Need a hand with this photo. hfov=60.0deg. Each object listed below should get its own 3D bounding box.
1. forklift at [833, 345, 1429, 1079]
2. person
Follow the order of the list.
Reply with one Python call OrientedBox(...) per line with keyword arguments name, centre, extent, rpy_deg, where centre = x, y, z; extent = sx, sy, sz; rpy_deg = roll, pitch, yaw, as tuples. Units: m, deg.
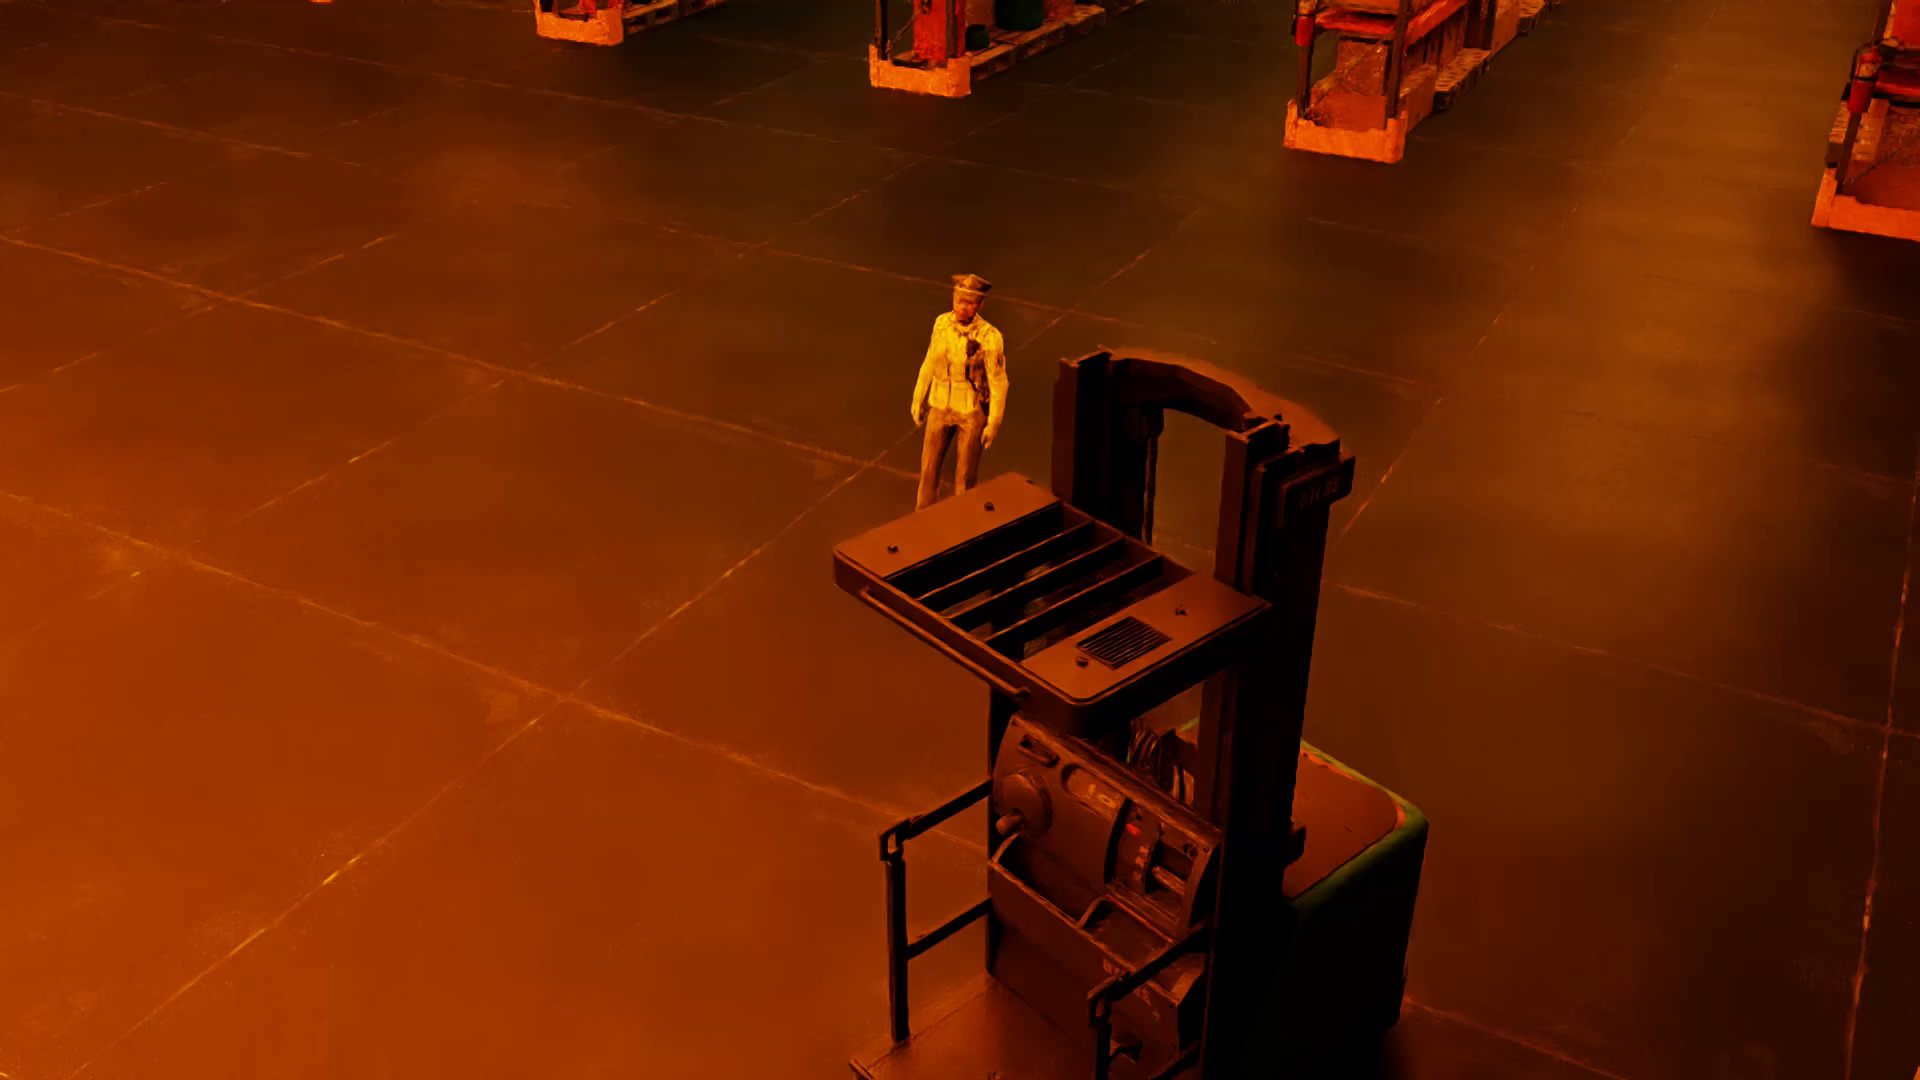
OrientedBox(name="forklift", centre=(0.302, 0.967, 5.395), extent=(3.031, 2.935, 1.130), rpy_deg=(-24, 37, -35))
OrientedBox(name="person", centre=(-0.039, -0.712, 9.527), extent=(0.586, 1.695, 0.532), rpy_deg=(15, 33, 25))
